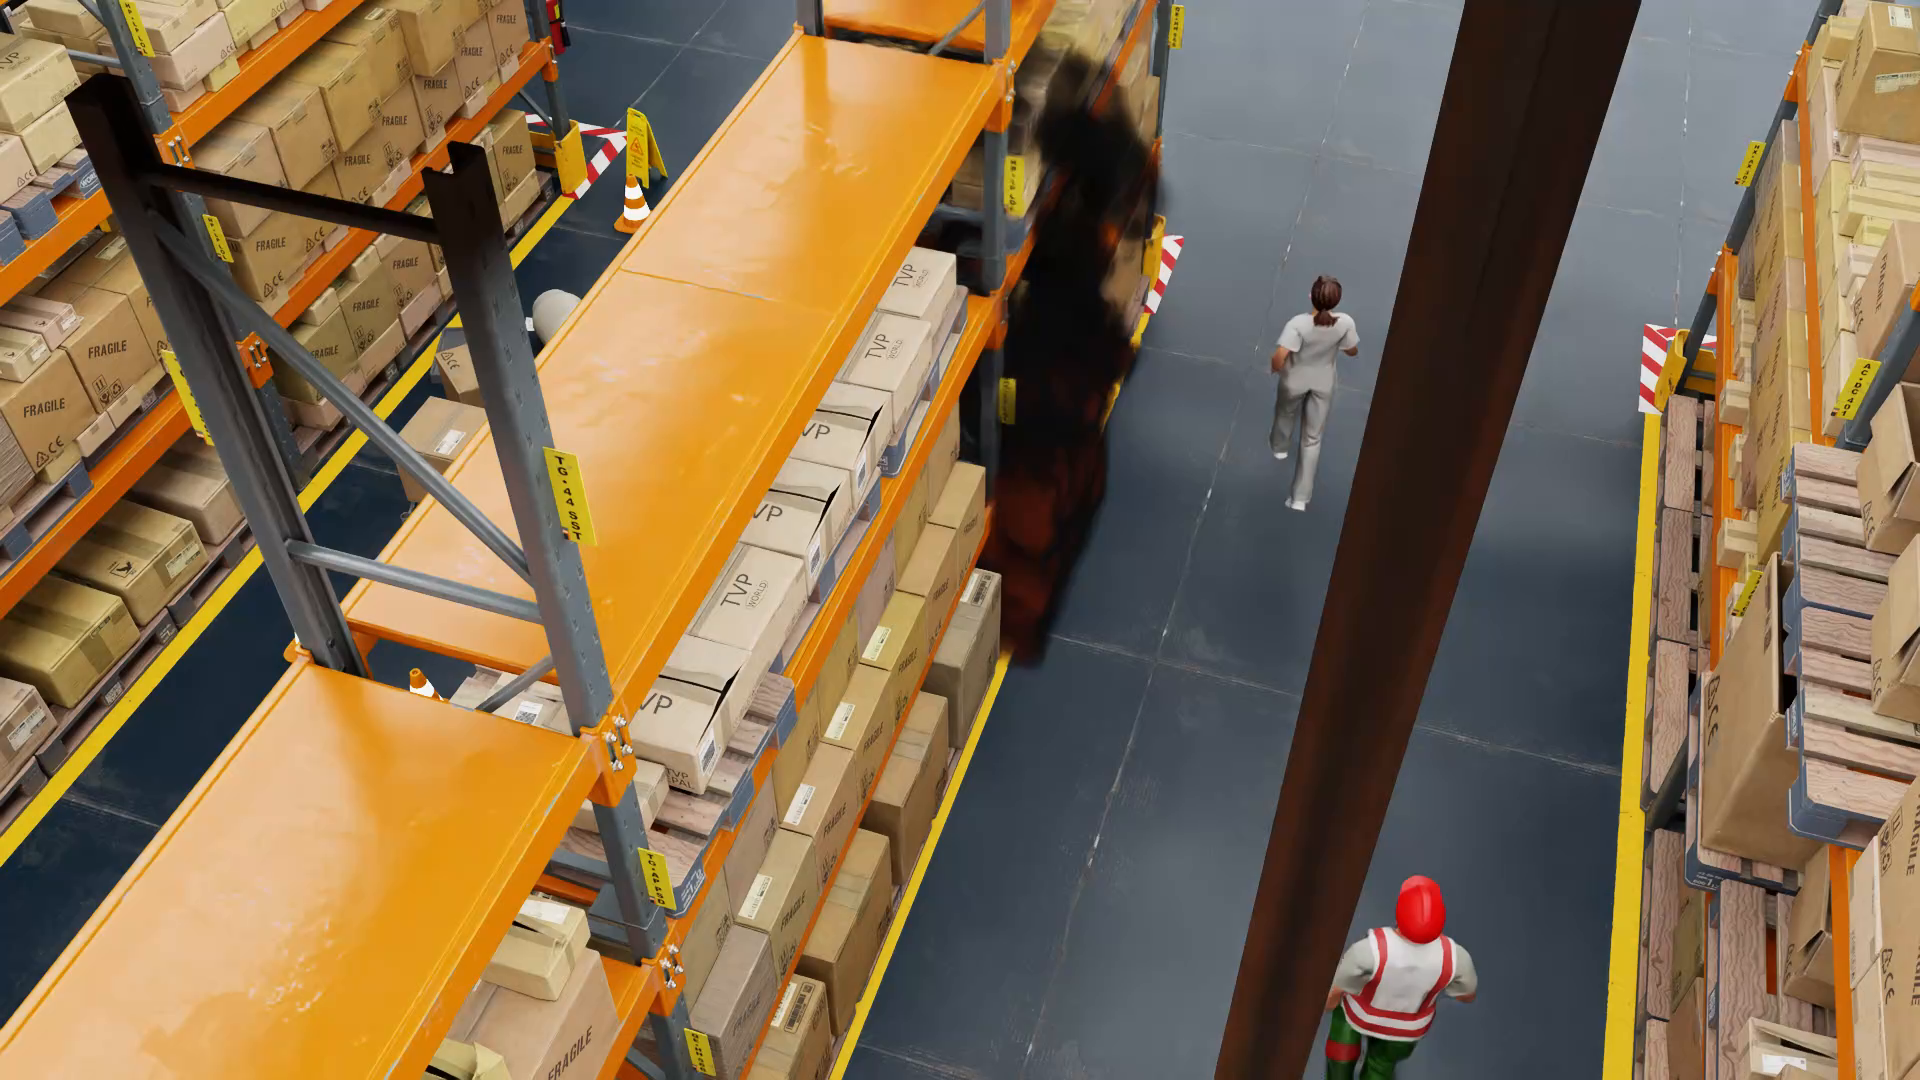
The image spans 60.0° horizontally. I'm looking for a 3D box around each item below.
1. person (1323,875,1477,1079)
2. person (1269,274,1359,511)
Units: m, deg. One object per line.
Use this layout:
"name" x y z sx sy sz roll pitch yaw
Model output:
"person" 1.924 2.073 7.512 0.666 1.799 0.597 9 46 9
"person" 2.183 -0.979 10.494 0.565 1.706 0.884 2 46 2
